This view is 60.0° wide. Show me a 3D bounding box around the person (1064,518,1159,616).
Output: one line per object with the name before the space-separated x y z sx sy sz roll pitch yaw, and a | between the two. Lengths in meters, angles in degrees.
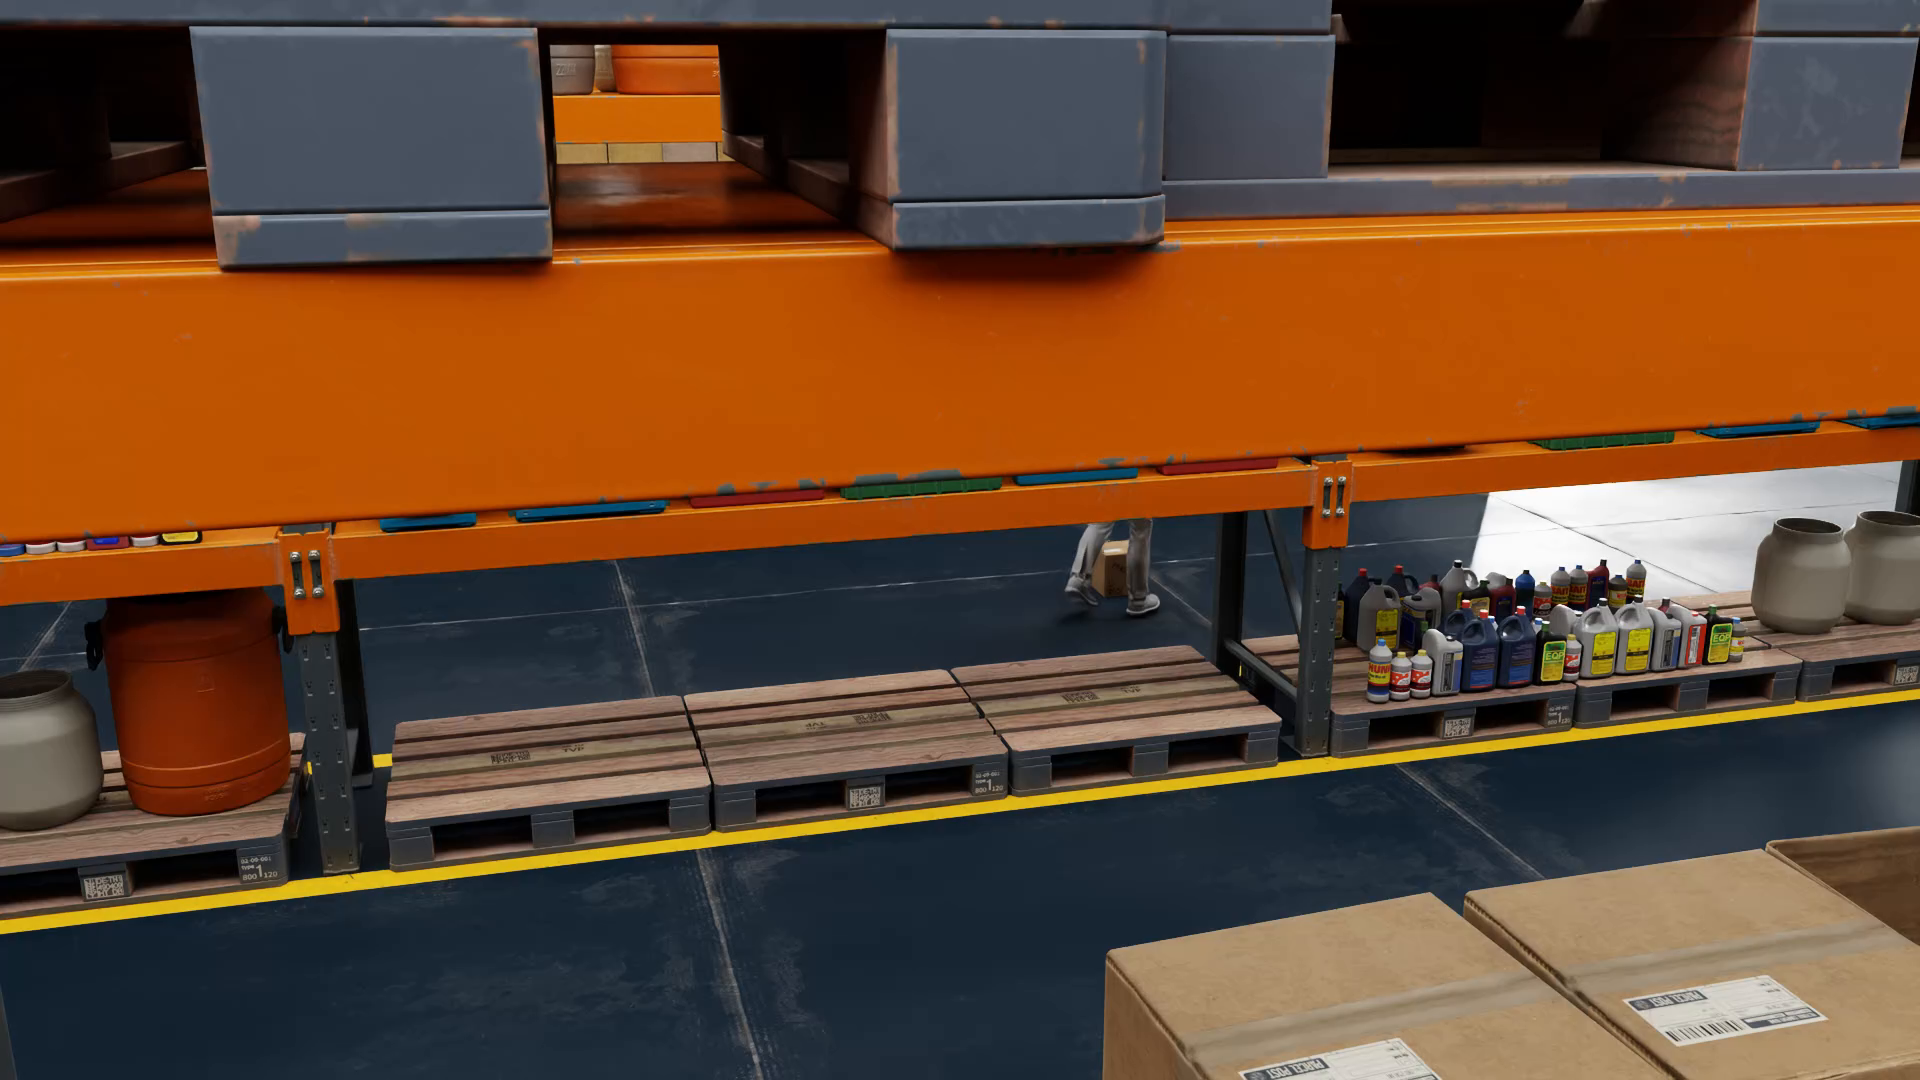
person | 0.867 -0.406 8.873 0.501 1.674 0.530 10 19 31
